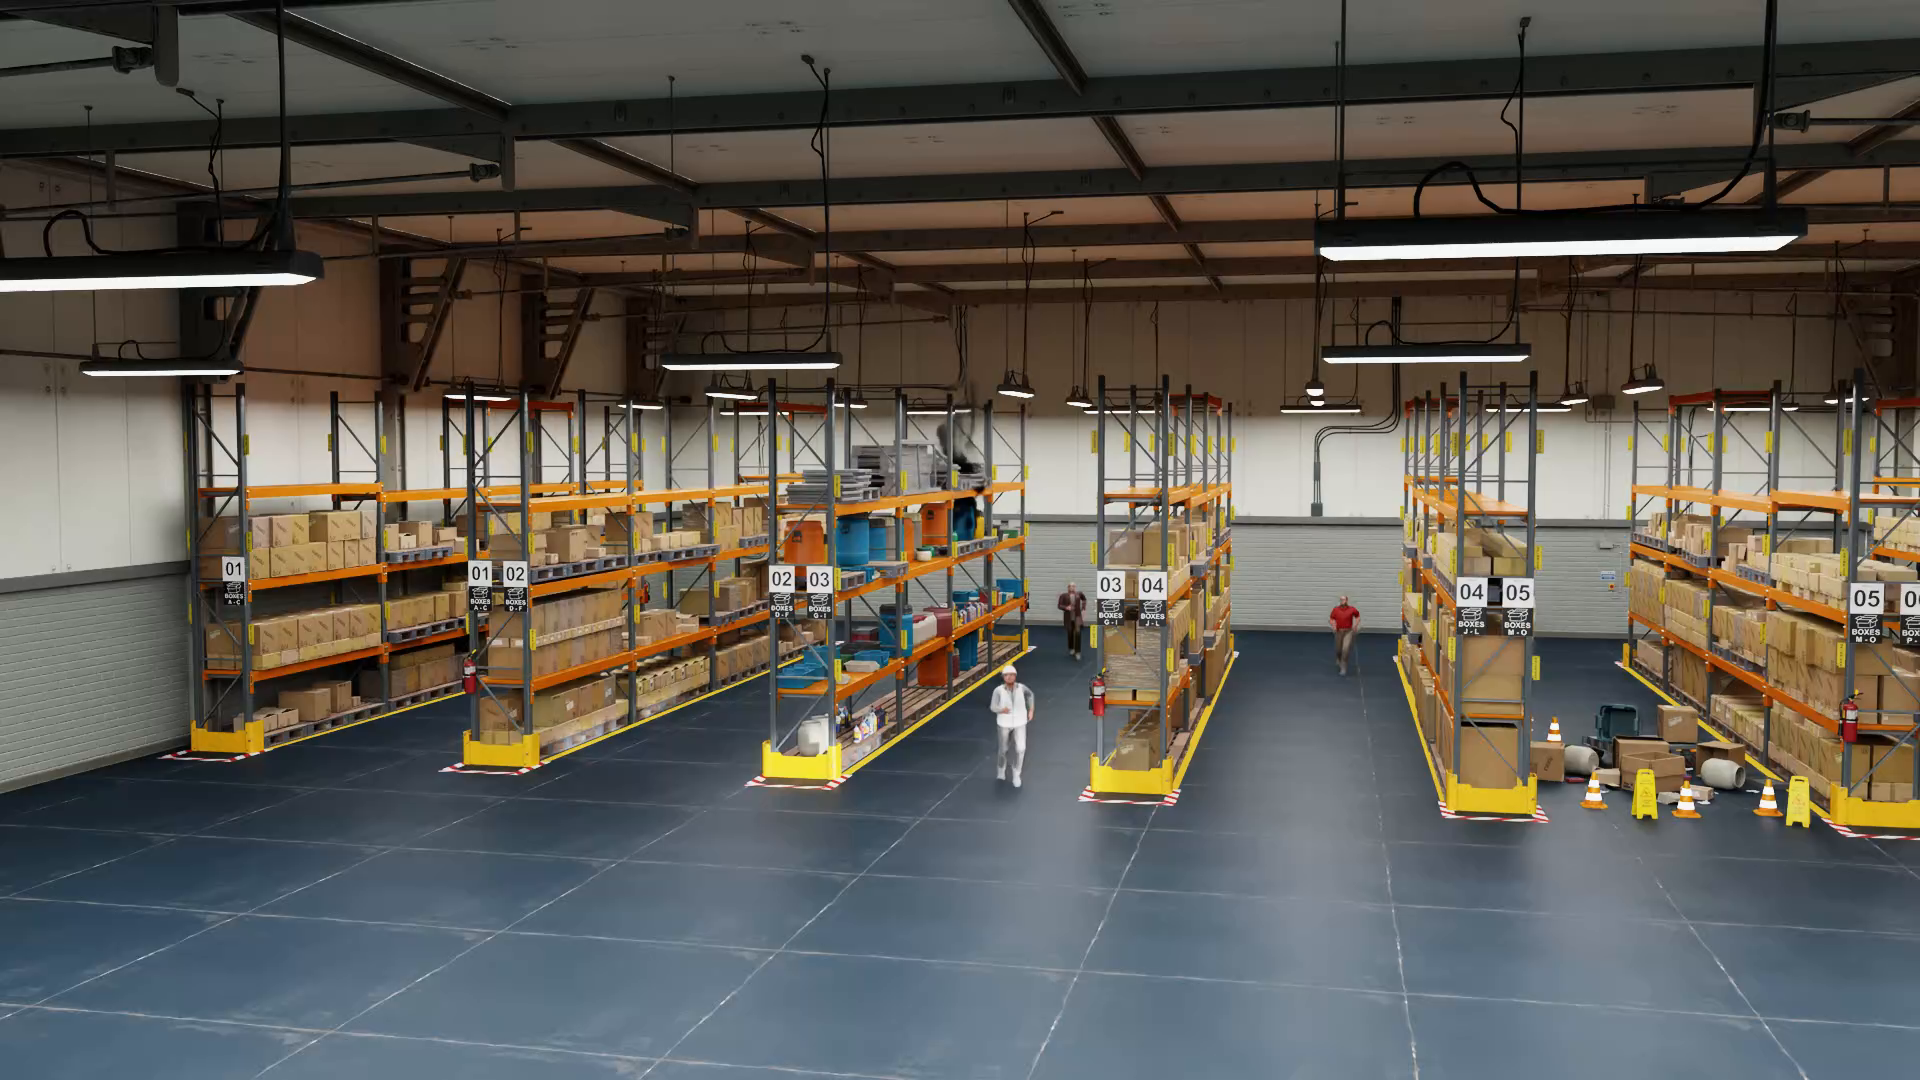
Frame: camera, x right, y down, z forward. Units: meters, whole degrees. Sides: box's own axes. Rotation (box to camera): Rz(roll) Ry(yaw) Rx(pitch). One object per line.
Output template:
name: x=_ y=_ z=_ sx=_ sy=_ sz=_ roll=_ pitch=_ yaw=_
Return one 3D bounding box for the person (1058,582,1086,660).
person: x=2.634 y=1.888 z=39.161 sx=0.661 sy=1.839 sz=0.900 roll=0 pitch=3 yaw=5

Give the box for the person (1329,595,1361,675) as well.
person: x=8.463 y=2.073 z=36.574 sx=0.671 sy=1.728 sz=0.853 roll=1 pitch=4 yaw=22

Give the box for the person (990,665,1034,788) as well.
person: x=0.766 y=2.719 z=24.418 sx=0.665 sy=1.785 sz=0.863 roll=0 pitch=3 yaw=-2
